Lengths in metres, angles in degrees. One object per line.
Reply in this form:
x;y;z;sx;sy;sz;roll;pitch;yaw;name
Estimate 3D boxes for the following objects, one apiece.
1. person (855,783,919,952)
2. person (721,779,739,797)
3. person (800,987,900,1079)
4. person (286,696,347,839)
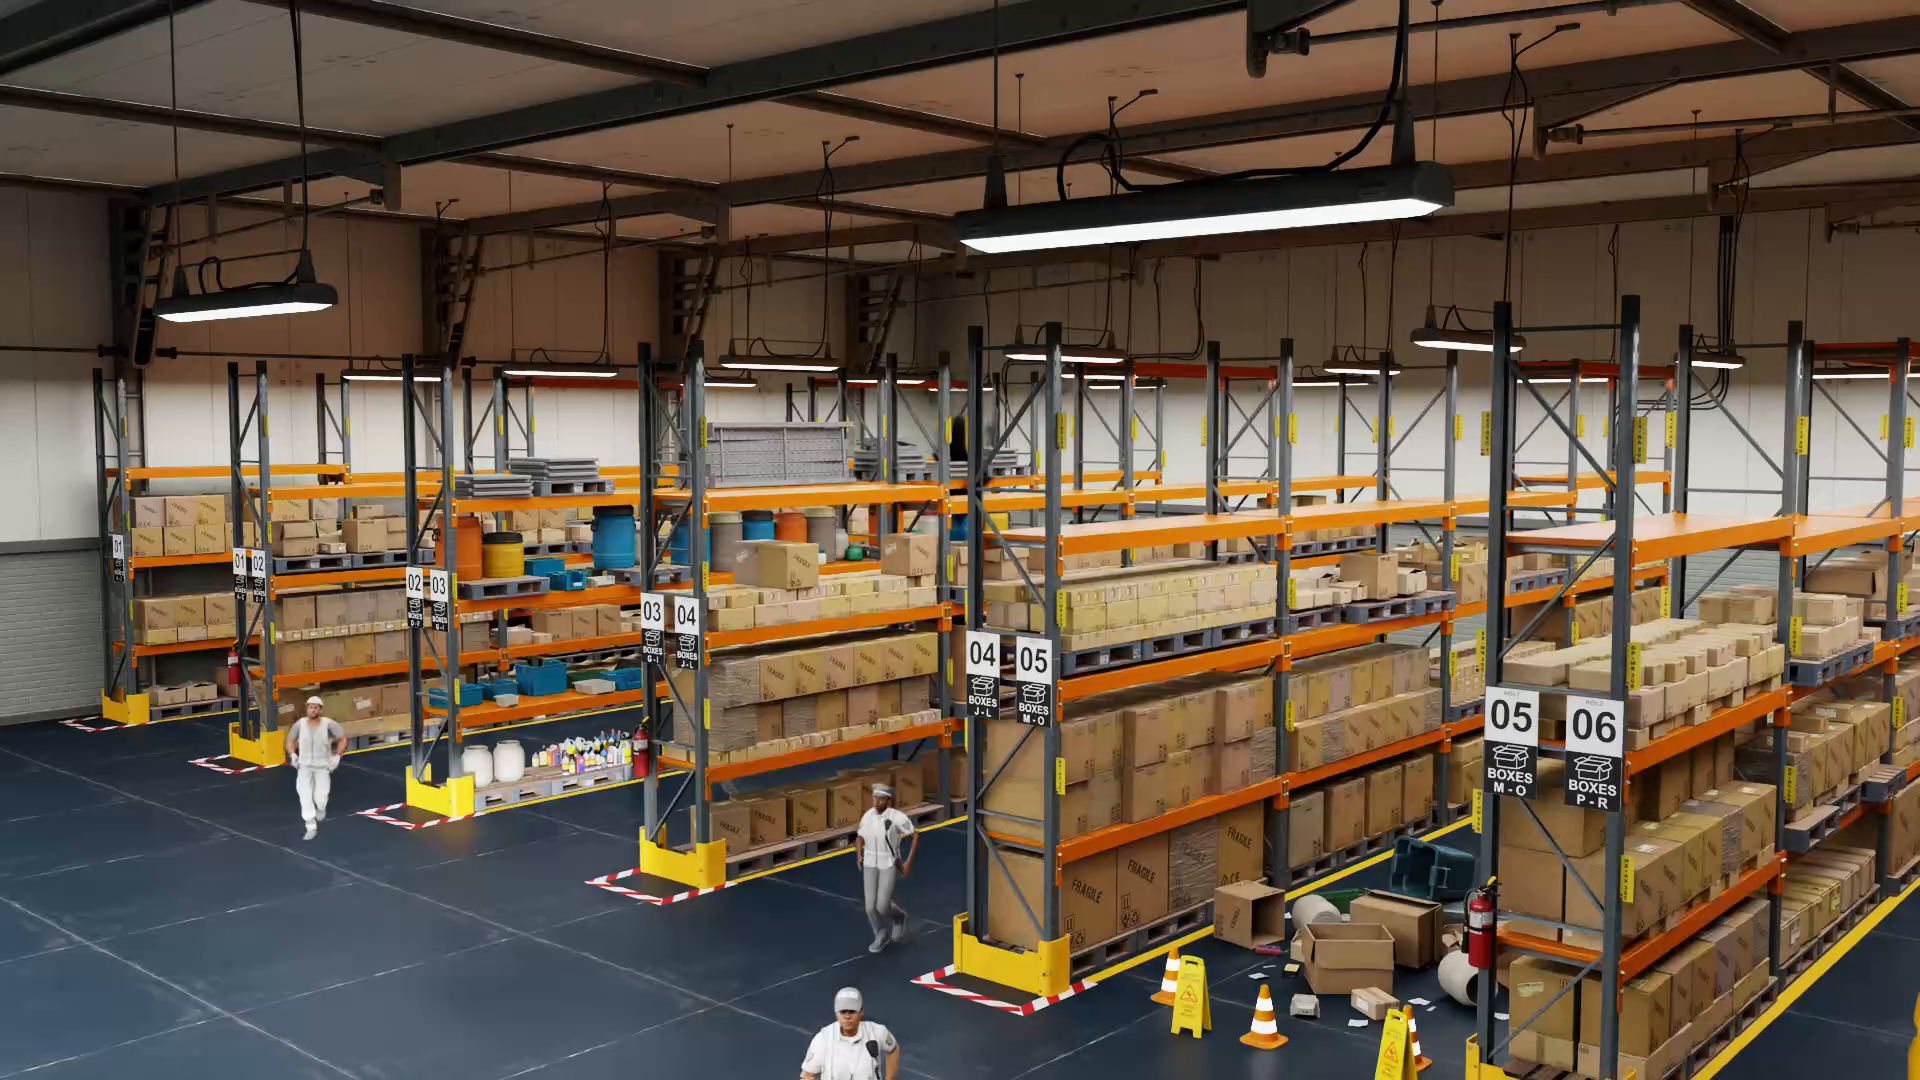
-0.740;3.162;16.096;0.618;1.667;0.566;2;5;23;person
-3.043;2.782;20.894;0.581;1.753;0.746;3;5;34;person
-0.675;3.581;10.261;0.616;1.687;0.925;0;4;-3;person
-7.984;2.793;20.640;0.707;1.747;0.650;-1;4;-13;person
